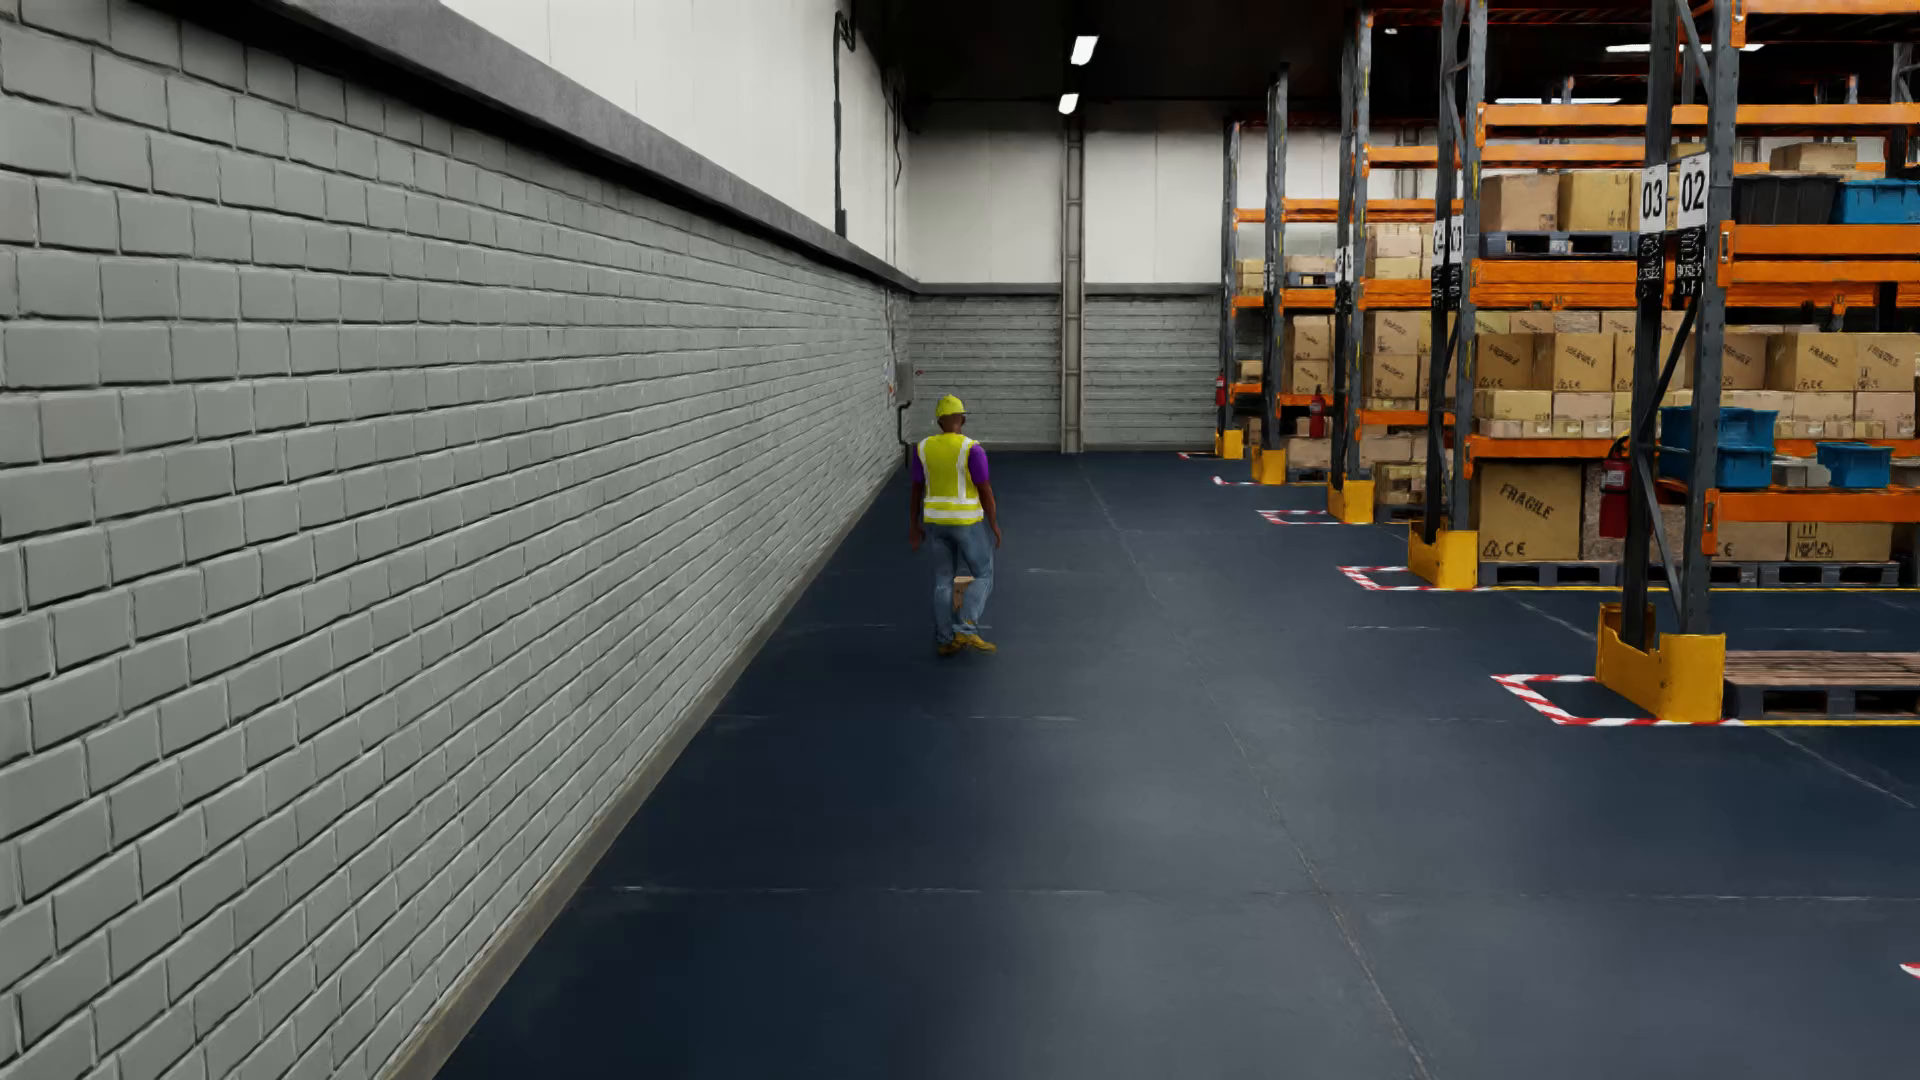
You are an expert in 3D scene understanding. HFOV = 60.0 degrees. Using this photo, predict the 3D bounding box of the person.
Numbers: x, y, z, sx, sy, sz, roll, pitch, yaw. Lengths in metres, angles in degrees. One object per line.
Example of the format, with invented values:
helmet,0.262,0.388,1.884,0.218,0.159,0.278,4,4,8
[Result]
person,-0.018,-0.103,11.350,0.726,1.761,0.448,4,8,30
